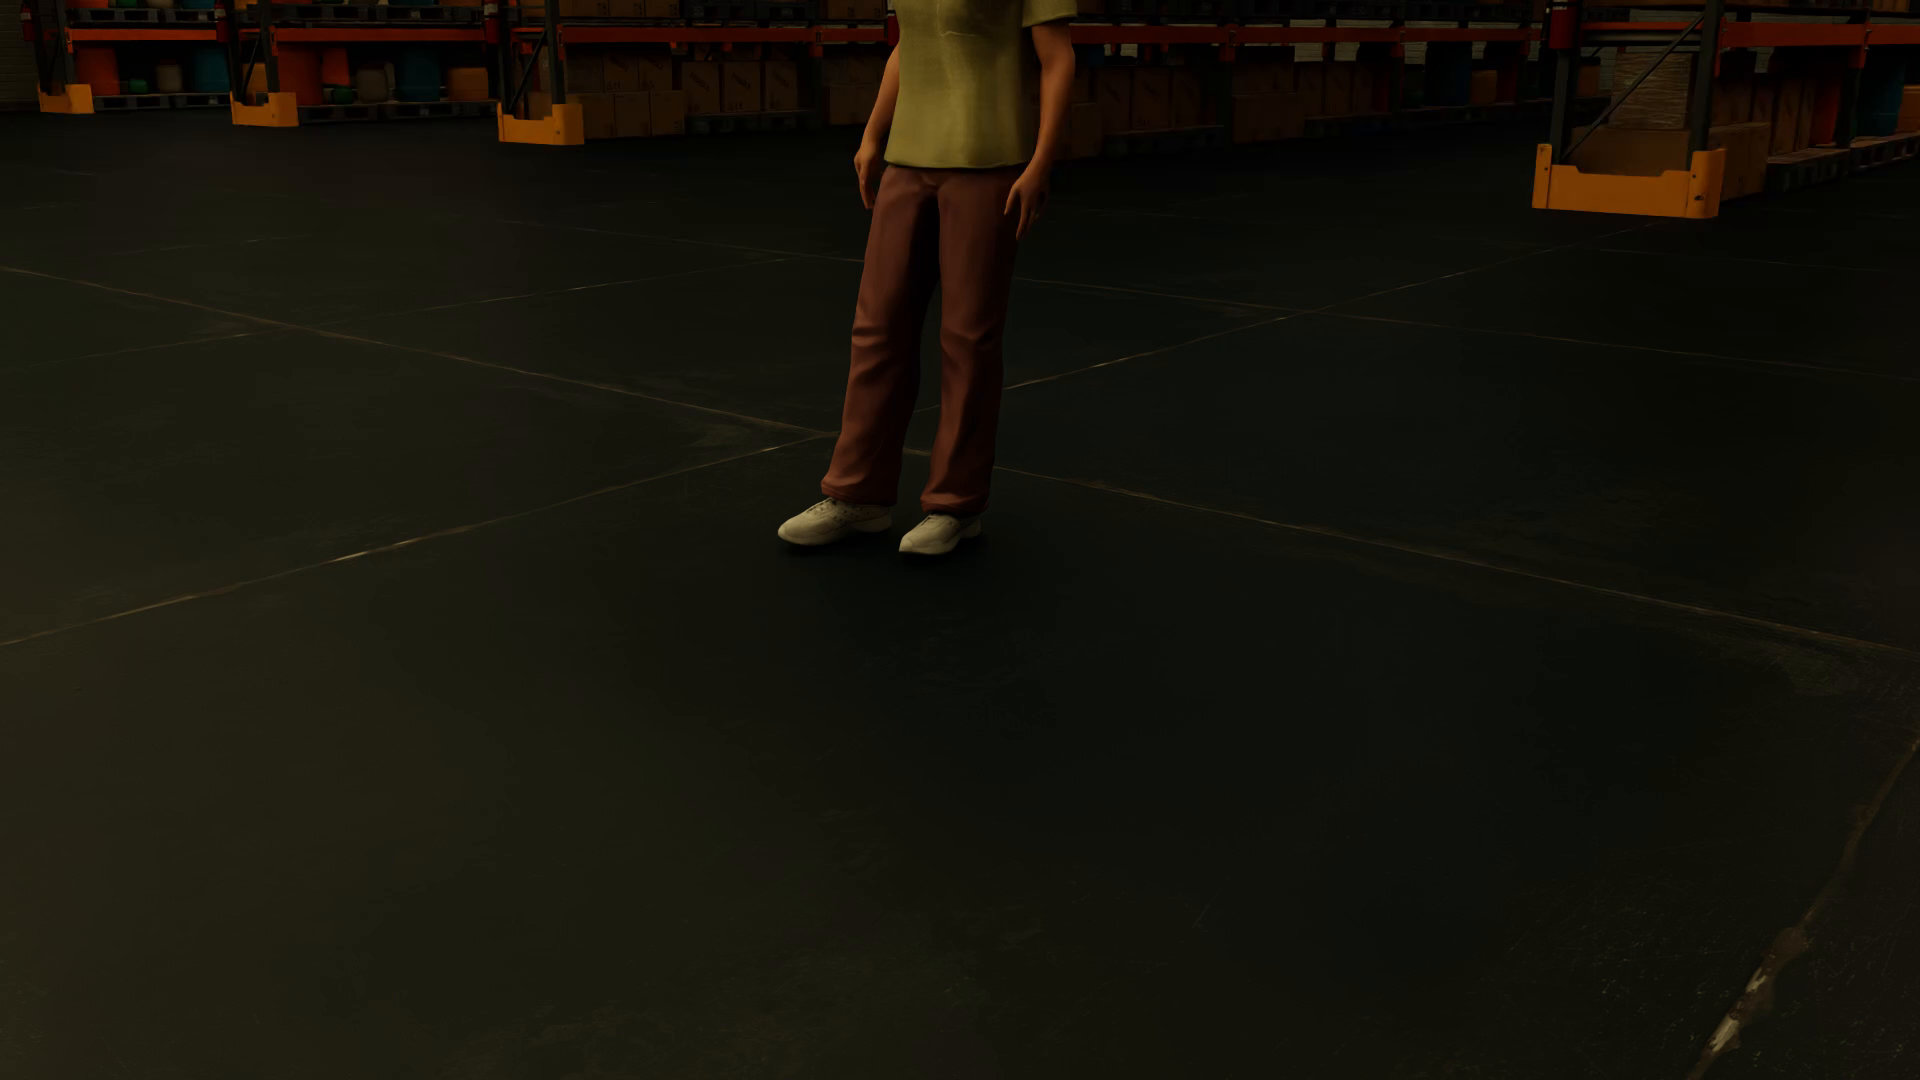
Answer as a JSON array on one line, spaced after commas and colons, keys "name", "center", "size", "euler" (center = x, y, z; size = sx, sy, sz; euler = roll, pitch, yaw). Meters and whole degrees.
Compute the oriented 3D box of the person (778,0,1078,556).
[{"name": "person", "center": [-0.056, -0.795, 3.649], "size": [0.553, 1.675, 0.549], "euler": [13, 21, 37]}]
